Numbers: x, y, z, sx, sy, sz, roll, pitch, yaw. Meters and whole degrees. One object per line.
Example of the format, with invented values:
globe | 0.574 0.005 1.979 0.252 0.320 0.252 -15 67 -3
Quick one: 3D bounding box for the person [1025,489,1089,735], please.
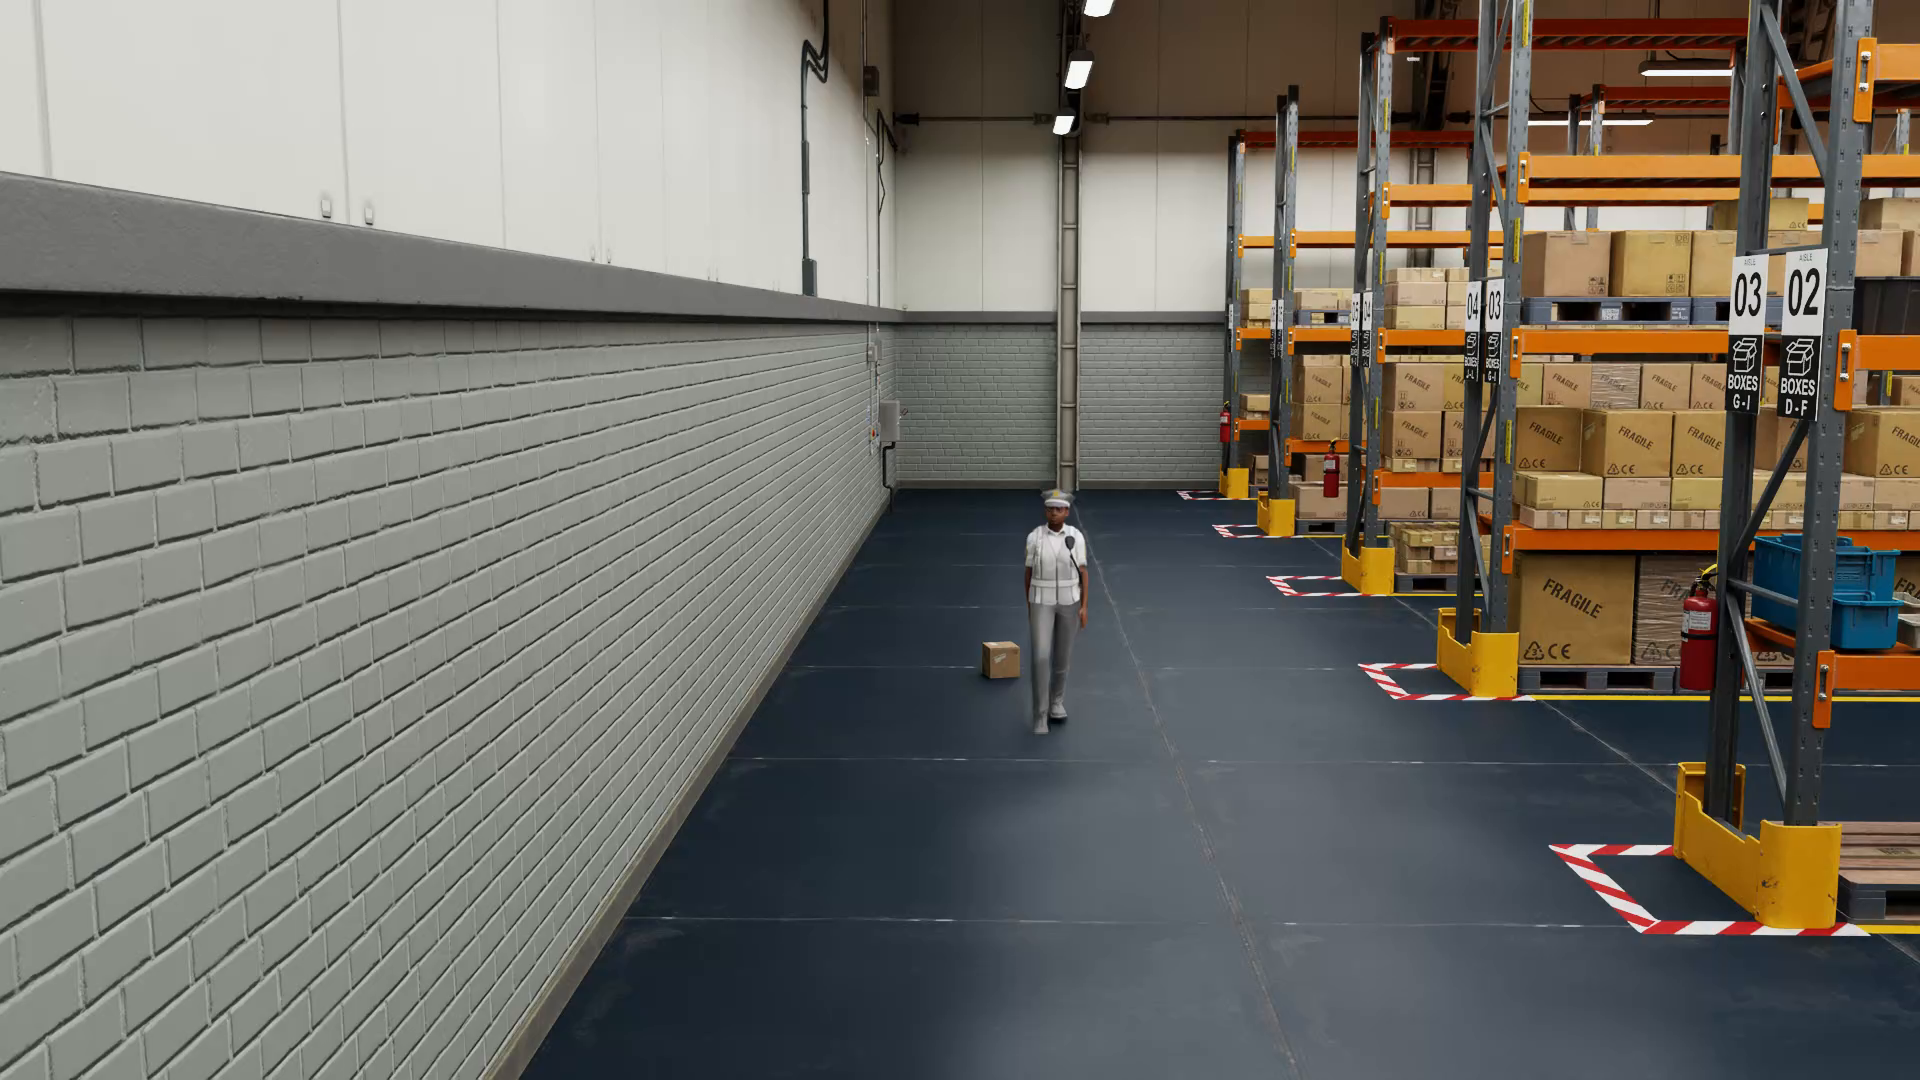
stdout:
person | 0.694 0.510 11.839 0.443 1.755 0.622 0 7 -3
